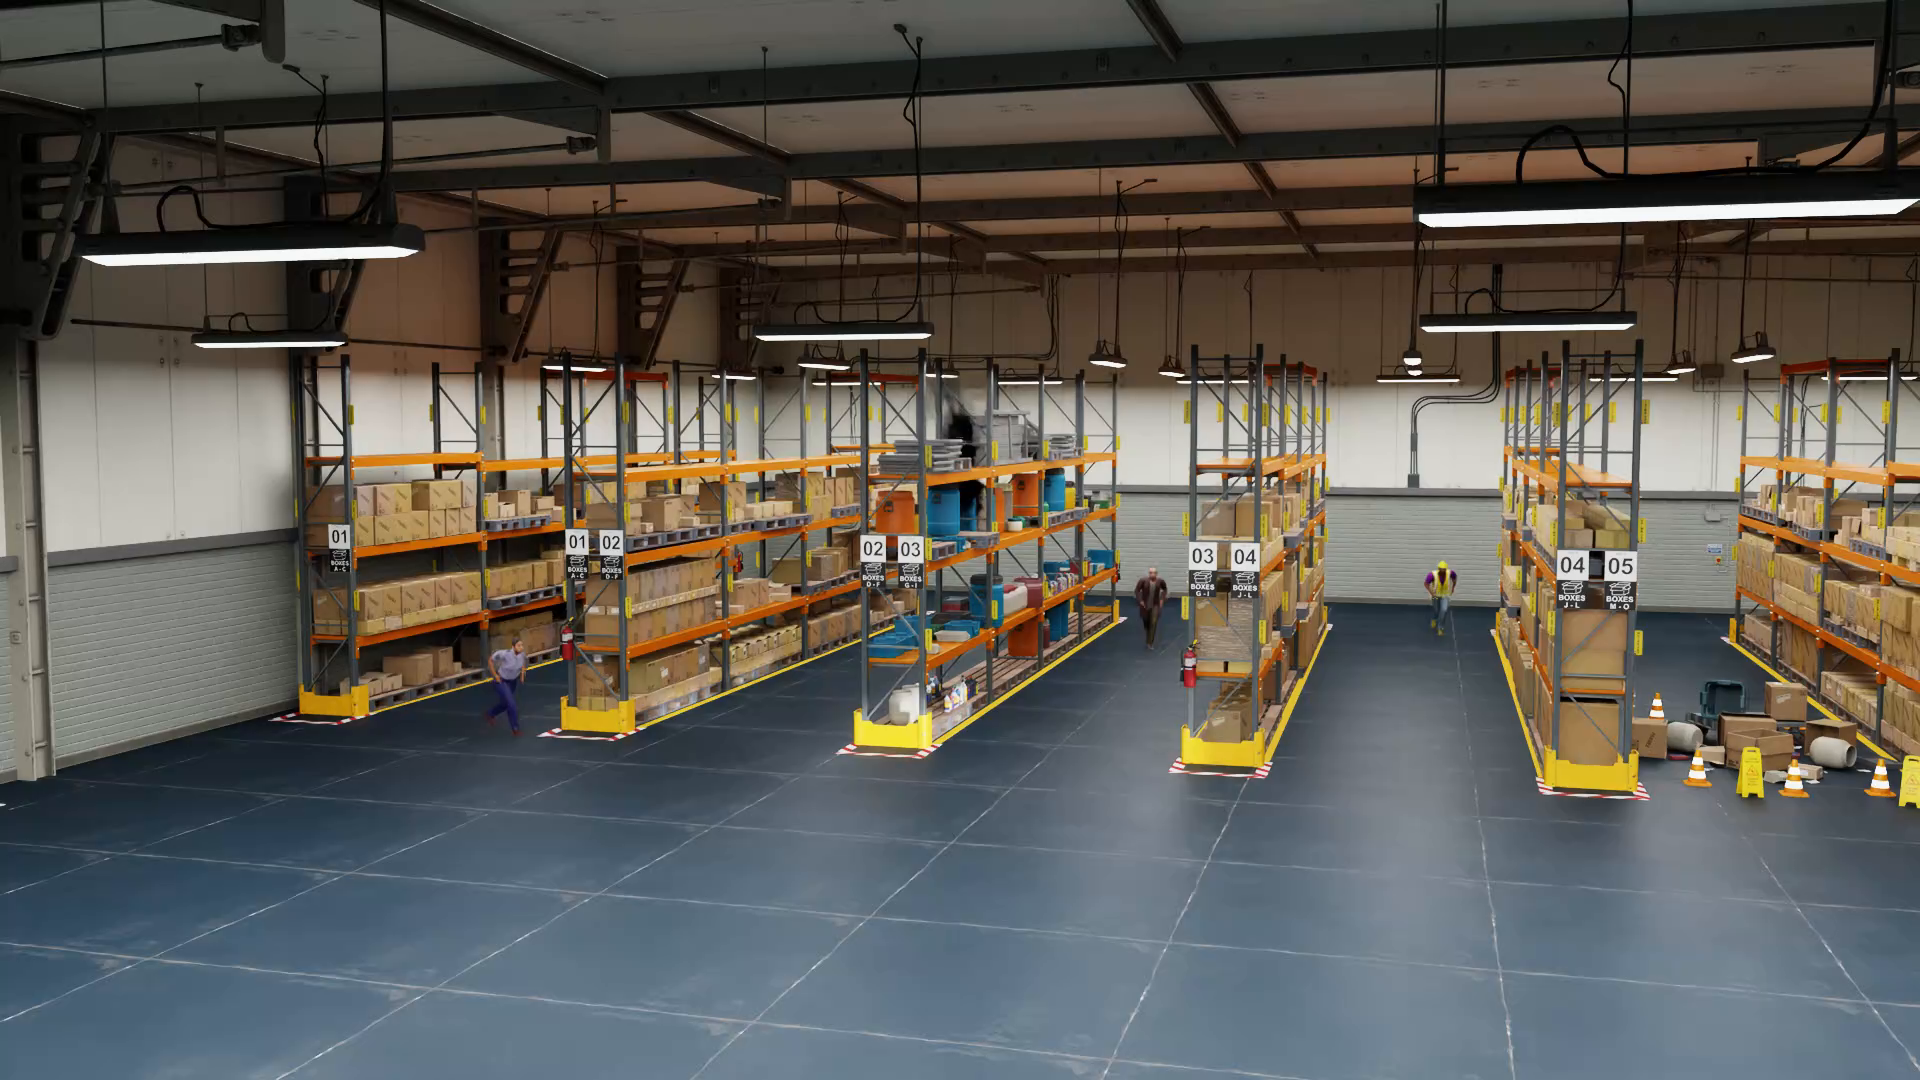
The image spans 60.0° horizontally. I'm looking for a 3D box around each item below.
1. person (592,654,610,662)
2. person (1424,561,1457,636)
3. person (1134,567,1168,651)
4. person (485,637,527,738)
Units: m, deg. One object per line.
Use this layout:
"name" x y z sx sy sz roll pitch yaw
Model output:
"person" -6.869 1.741 31.887 0.656 1.774 0.845 1 4 9
"person" 11.010 1.315 38.191 0.733 1.712 1.046 0 4 2
"person" 4.117 1.468 35.865 0.714 1.764 1.098 0 4 6
"person" -7.156 2.300 26.037 0.975 1.598 0.641 3 5 38
